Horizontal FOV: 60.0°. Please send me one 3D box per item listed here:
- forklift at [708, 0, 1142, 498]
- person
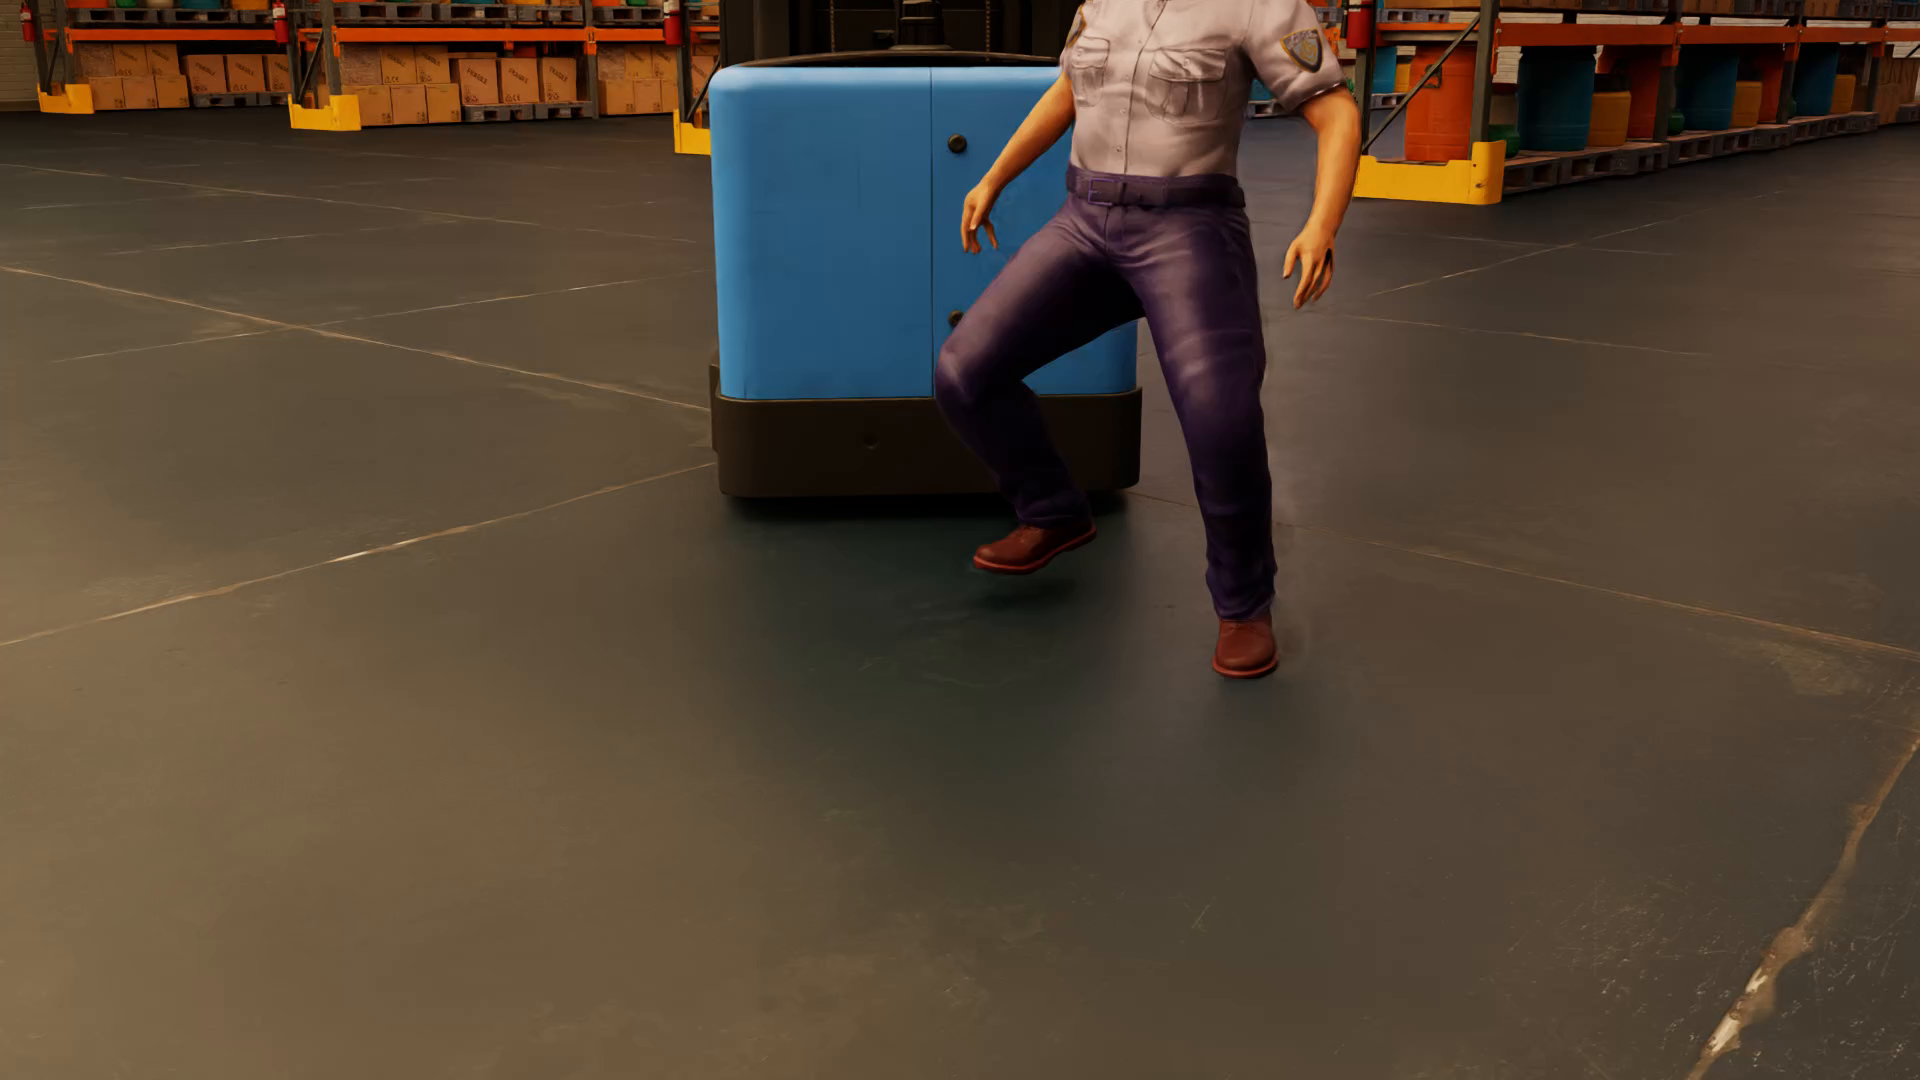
[{"bbox_3d":[-0.189,-1.883,5.098,1.130,2.935,3.031,-1,17,-5],"label":"forklift"},{"bbox_3d":[0.333,-0.573,3.203,0.868,1.545,0.492,15,22,40],"label":"person"}]
